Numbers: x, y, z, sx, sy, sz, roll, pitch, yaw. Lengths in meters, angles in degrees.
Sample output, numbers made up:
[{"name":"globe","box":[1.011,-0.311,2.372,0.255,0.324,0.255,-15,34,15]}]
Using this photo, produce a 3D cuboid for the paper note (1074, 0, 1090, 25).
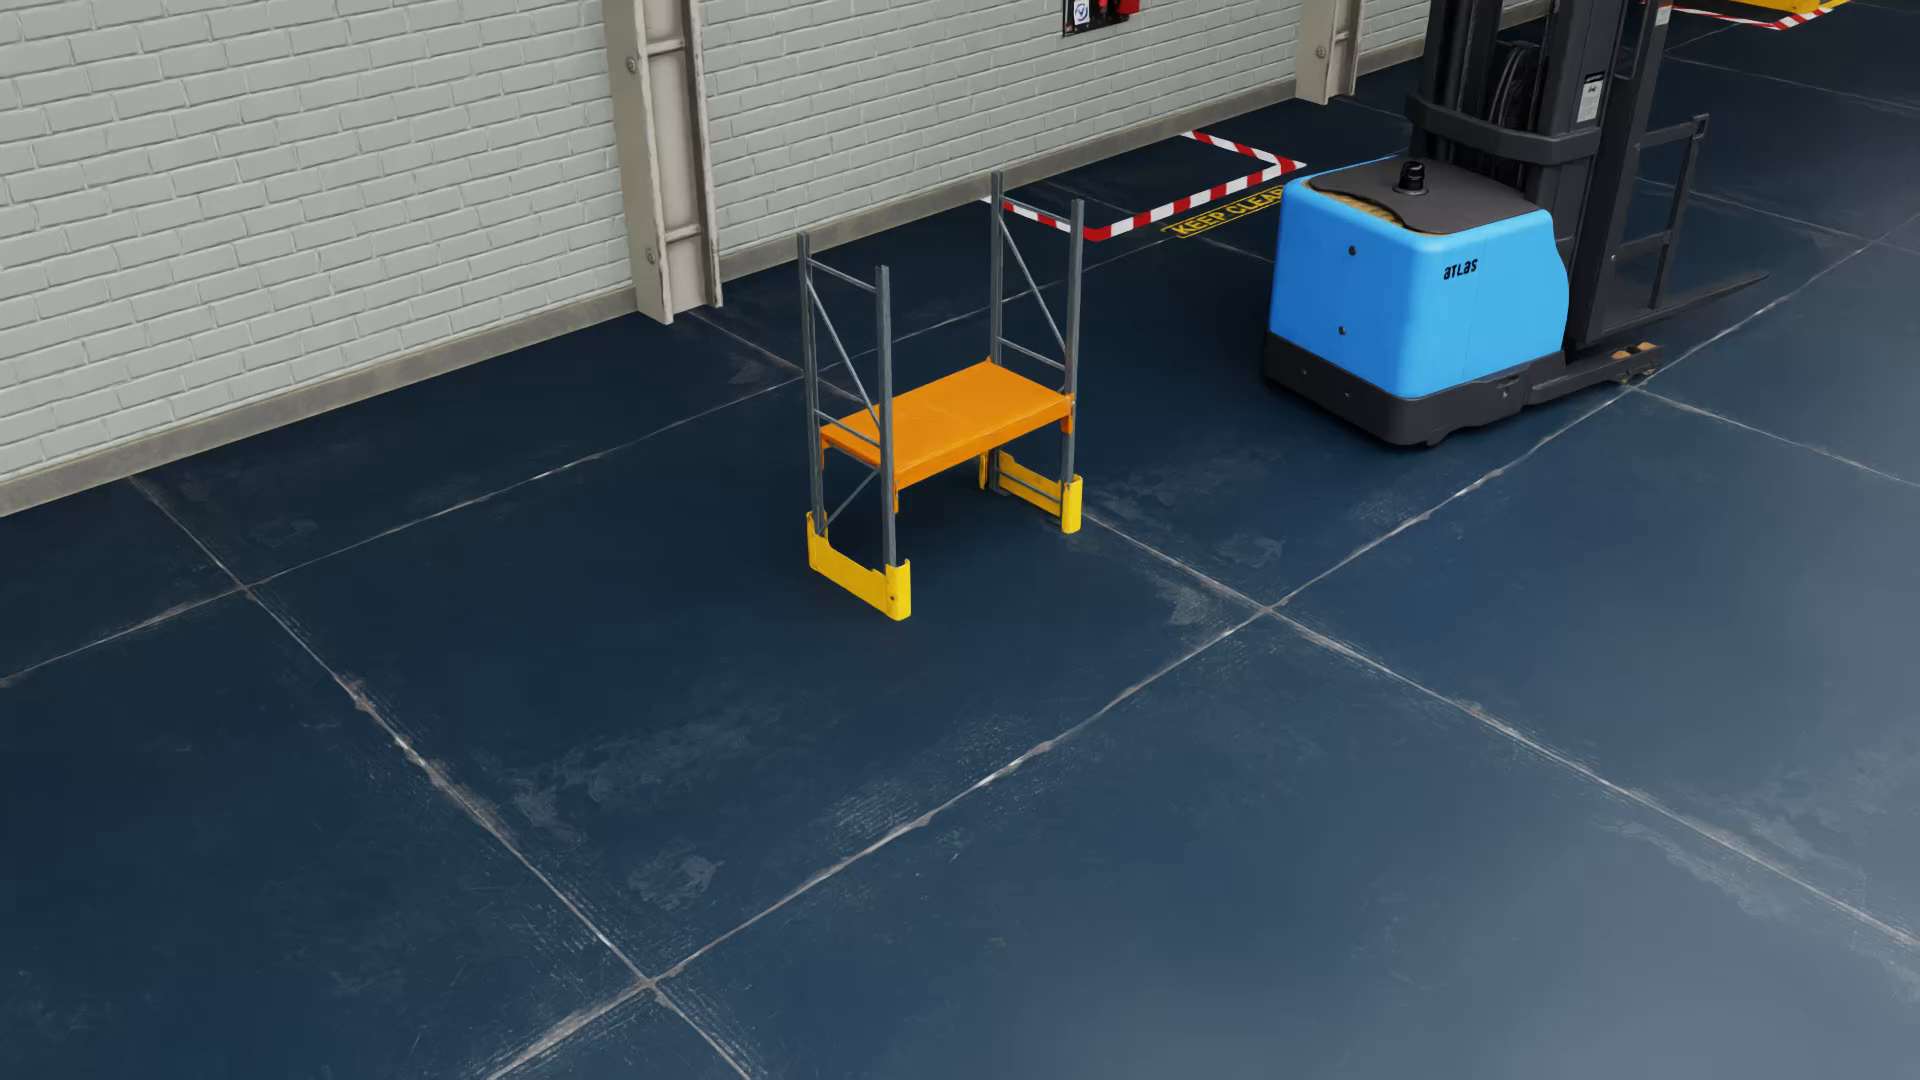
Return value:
[{"name":"paper note","box":[0.798,-3.452,10.865,0.142,0.148,0.016,-26,40,-35]}]

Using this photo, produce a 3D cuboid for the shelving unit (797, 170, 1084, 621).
[{"name":"shelving unit","box":[-0.056,-0.613,6.815,1.083,1.500,0.587,-26,40,-35]}]

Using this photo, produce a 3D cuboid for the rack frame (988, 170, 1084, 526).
[{"name":"rack frame","box":[0.310,-0.790,7.104,0.032,1.500,0.500,-26,40,-35]}]

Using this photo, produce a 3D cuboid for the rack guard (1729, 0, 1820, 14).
[{"name":"rack guard","box":[7.343,-5.236,15.334,0.348,0.500,1.175,-26,40,-35]}]

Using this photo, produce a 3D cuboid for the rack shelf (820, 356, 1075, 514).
[{"name":"rack shelf","box":[-0.063,-0.456,6.903,1.000,0.185,0.538,-26,40,-35]}]

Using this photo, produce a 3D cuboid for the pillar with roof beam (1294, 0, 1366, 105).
[{"name":"pillar with roof beam","box":[5.740,-5.639,7.846,0.400,9.000,9.100,-26,40,-35]}]

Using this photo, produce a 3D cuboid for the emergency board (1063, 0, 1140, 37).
[{"name":"emergency board","box":[0.974,-3.865,10.695,0.643,1.169,0.194,-26,40,-35]}]

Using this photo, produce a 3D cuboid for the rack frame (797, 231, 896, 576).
[{"name":"rack frame","box":[-0.435,-0.429,6.514,0.032,1.500,0.500,-26,40,-35]}]

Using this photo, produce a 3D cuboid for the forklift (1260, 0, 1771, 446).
[{"name":"forklift","box":[3.060,-2.269,8.152,3.031,2.935,1.130,-18,36,-27]}]

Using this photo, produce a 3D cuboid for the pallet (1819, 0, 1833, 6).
[{"name":"pallet","box":[7.963,-5.388,15.858,1.213,0.211,1.003,-26,40,-35]}]

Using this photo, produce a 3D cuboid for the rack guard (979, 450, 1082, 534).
[{"name":"rack guard","box":[0.309,-0.256,7.429,0.087,0.250,0.587,-26,40,-35]}]

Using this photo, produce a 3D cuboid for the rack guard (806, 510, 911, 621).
[{"name":"rack guard","box":[-0.421,0.097,6.852,0.087,0.250,0.587,-26,40,-35]}]

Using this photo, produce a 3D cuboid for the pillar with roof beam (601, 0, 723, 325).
[{"name":"pillar with roof beam","box":[1.340,-3.511,4.366,0.400,9.000,9.100,-26,40,-35]}]
